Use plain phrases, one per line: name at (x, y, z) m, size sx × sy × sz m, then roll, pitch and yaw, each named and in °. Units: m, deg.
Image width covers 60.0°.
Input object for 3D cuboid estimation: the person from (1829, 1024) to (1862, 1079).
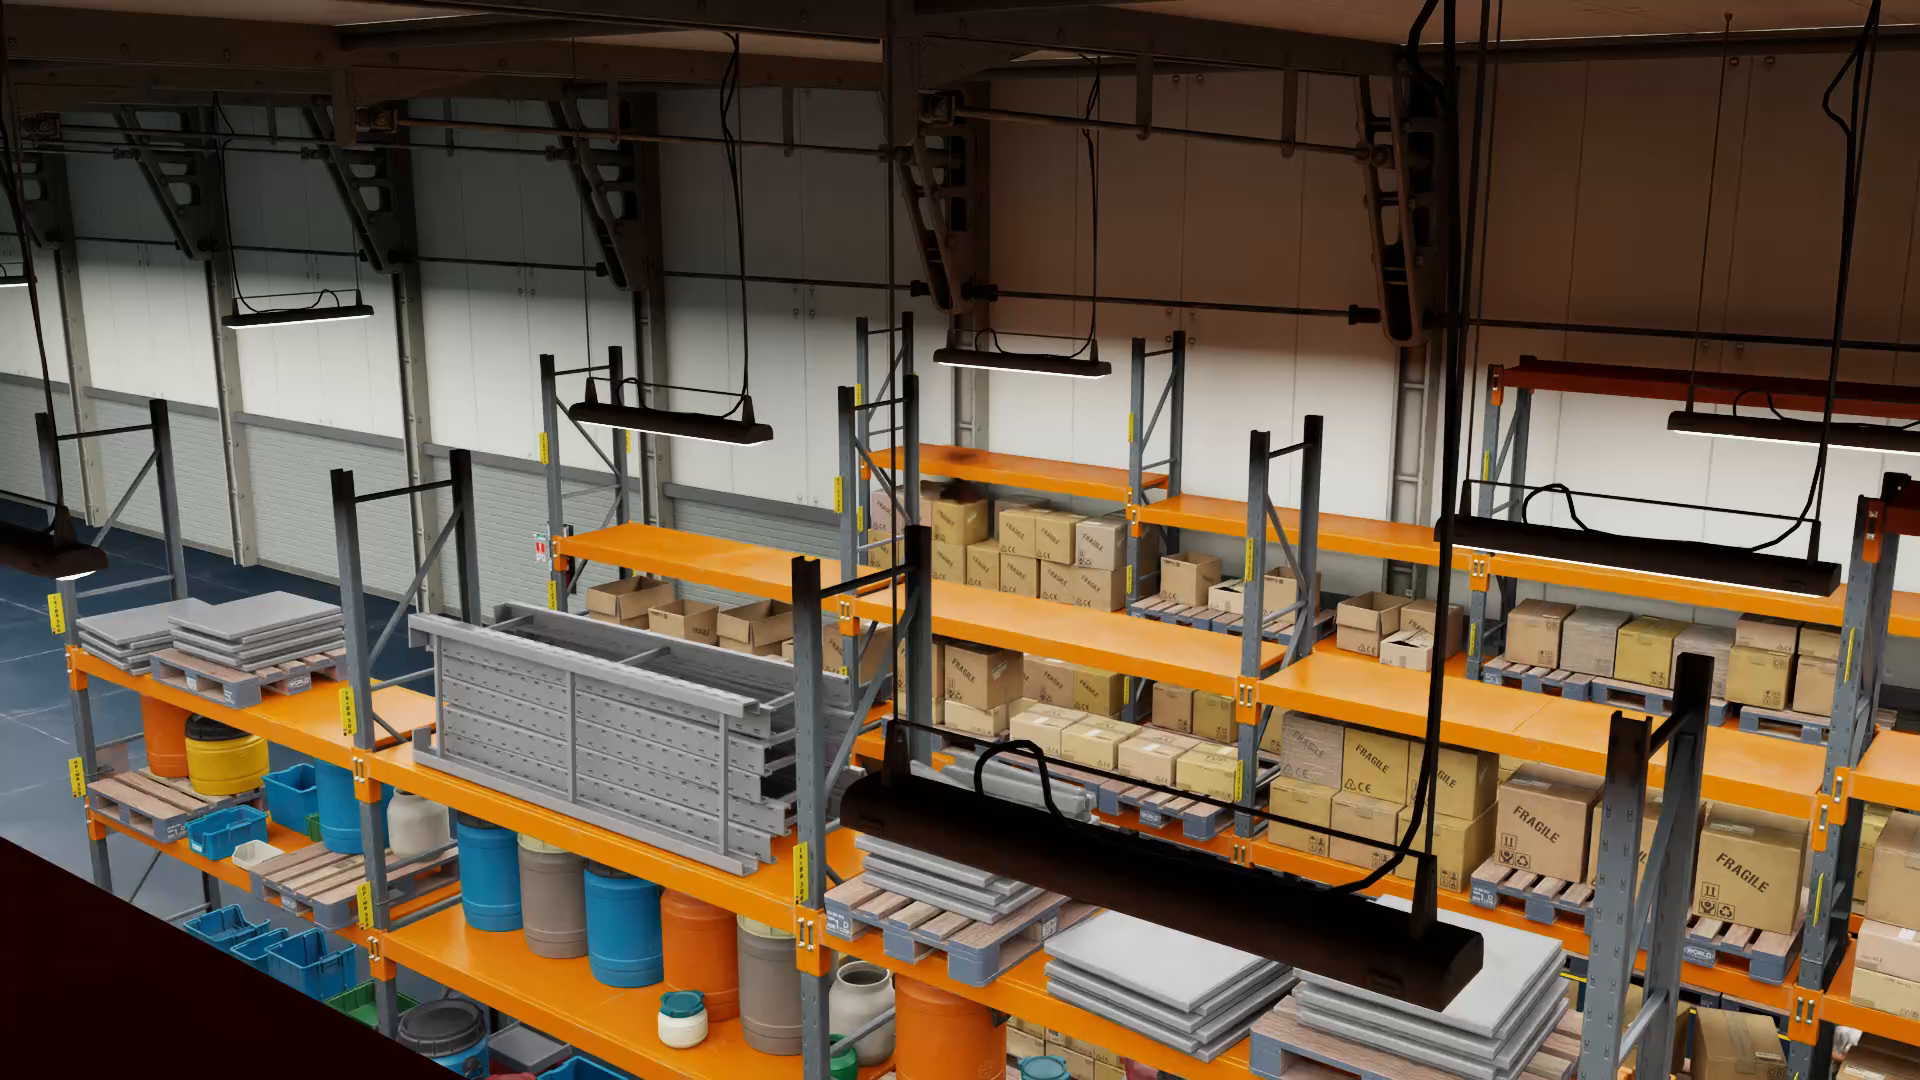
person at (7.020, 4.246, 13.209) m, size 1.028 × 1.620 × 0.624 m, roll 10°, pitch 16°, yaw 35°
